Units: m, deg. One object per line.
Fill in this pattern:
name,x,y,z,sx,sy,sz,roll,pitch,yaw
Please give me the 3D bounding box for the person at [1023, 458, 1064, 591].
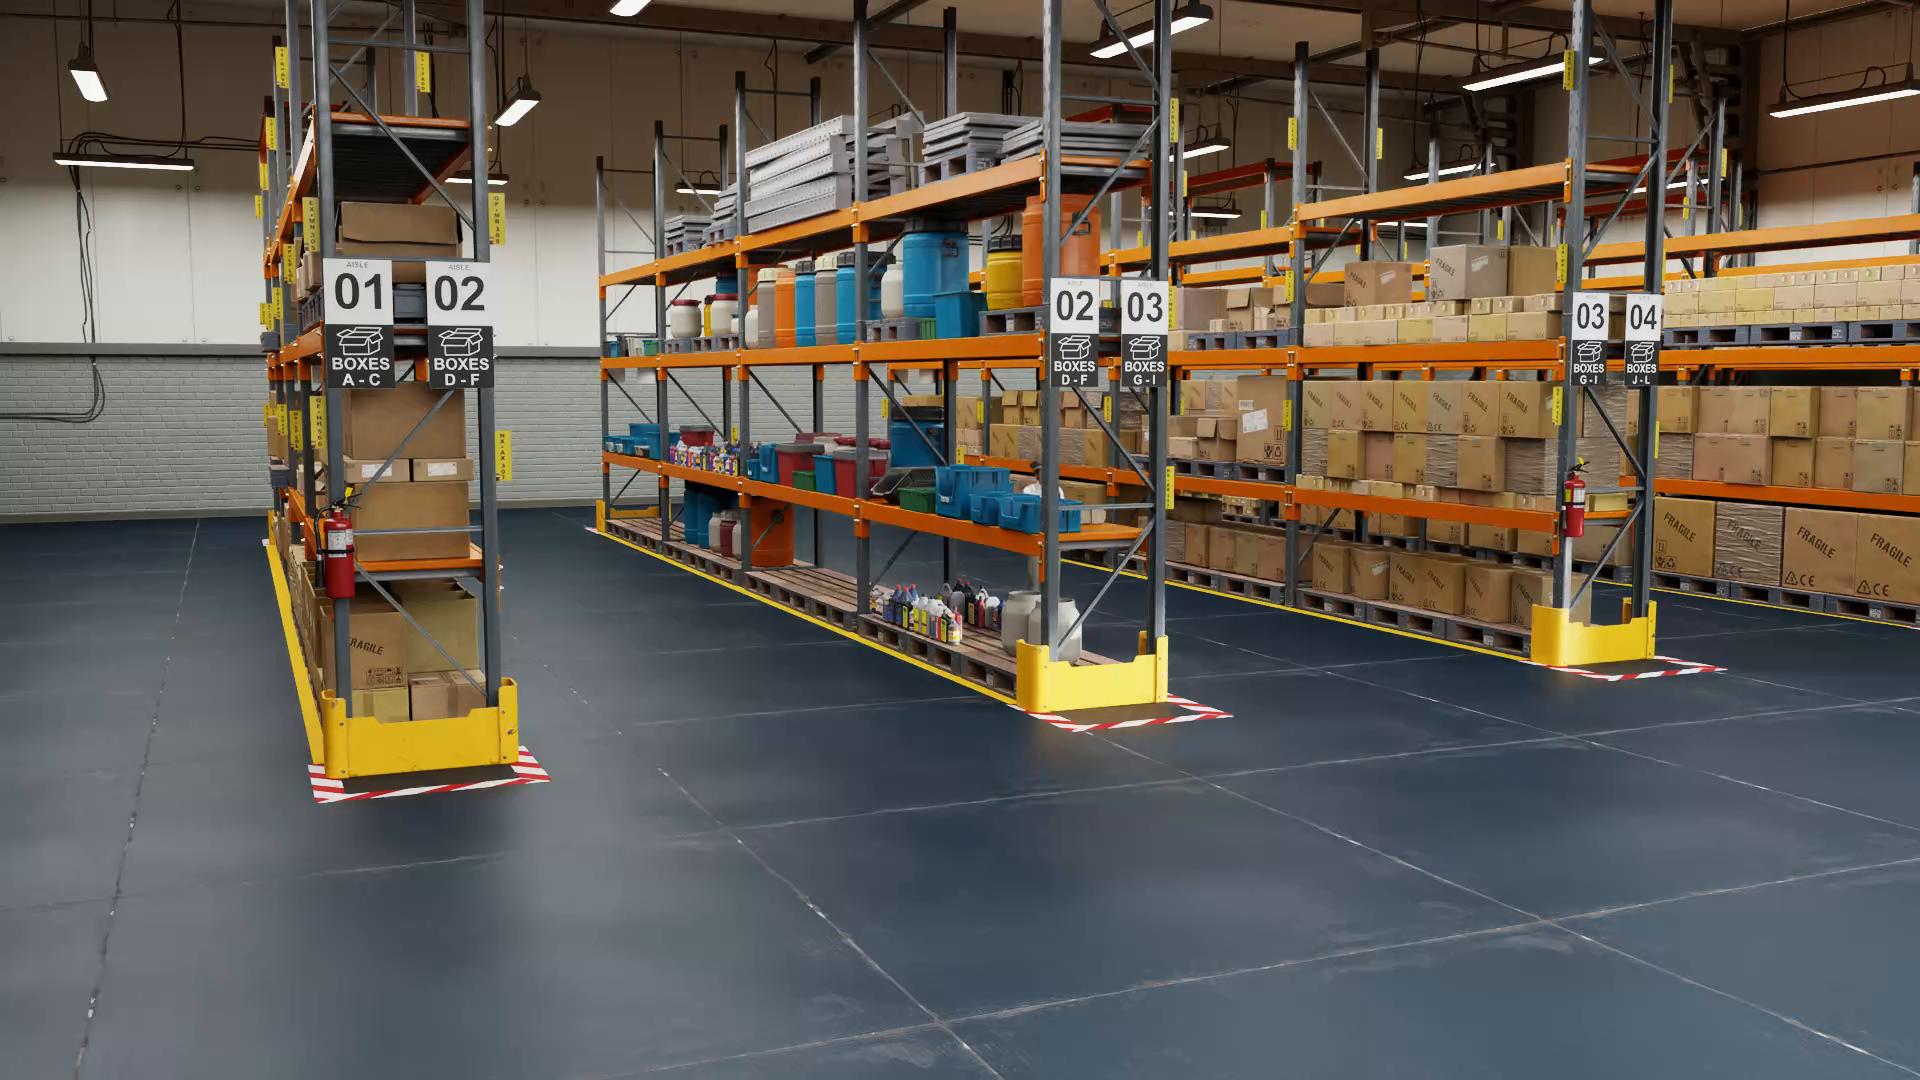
person,0.858,0.009,16.803,0.459,1.687,0.554,-1,6,-14
